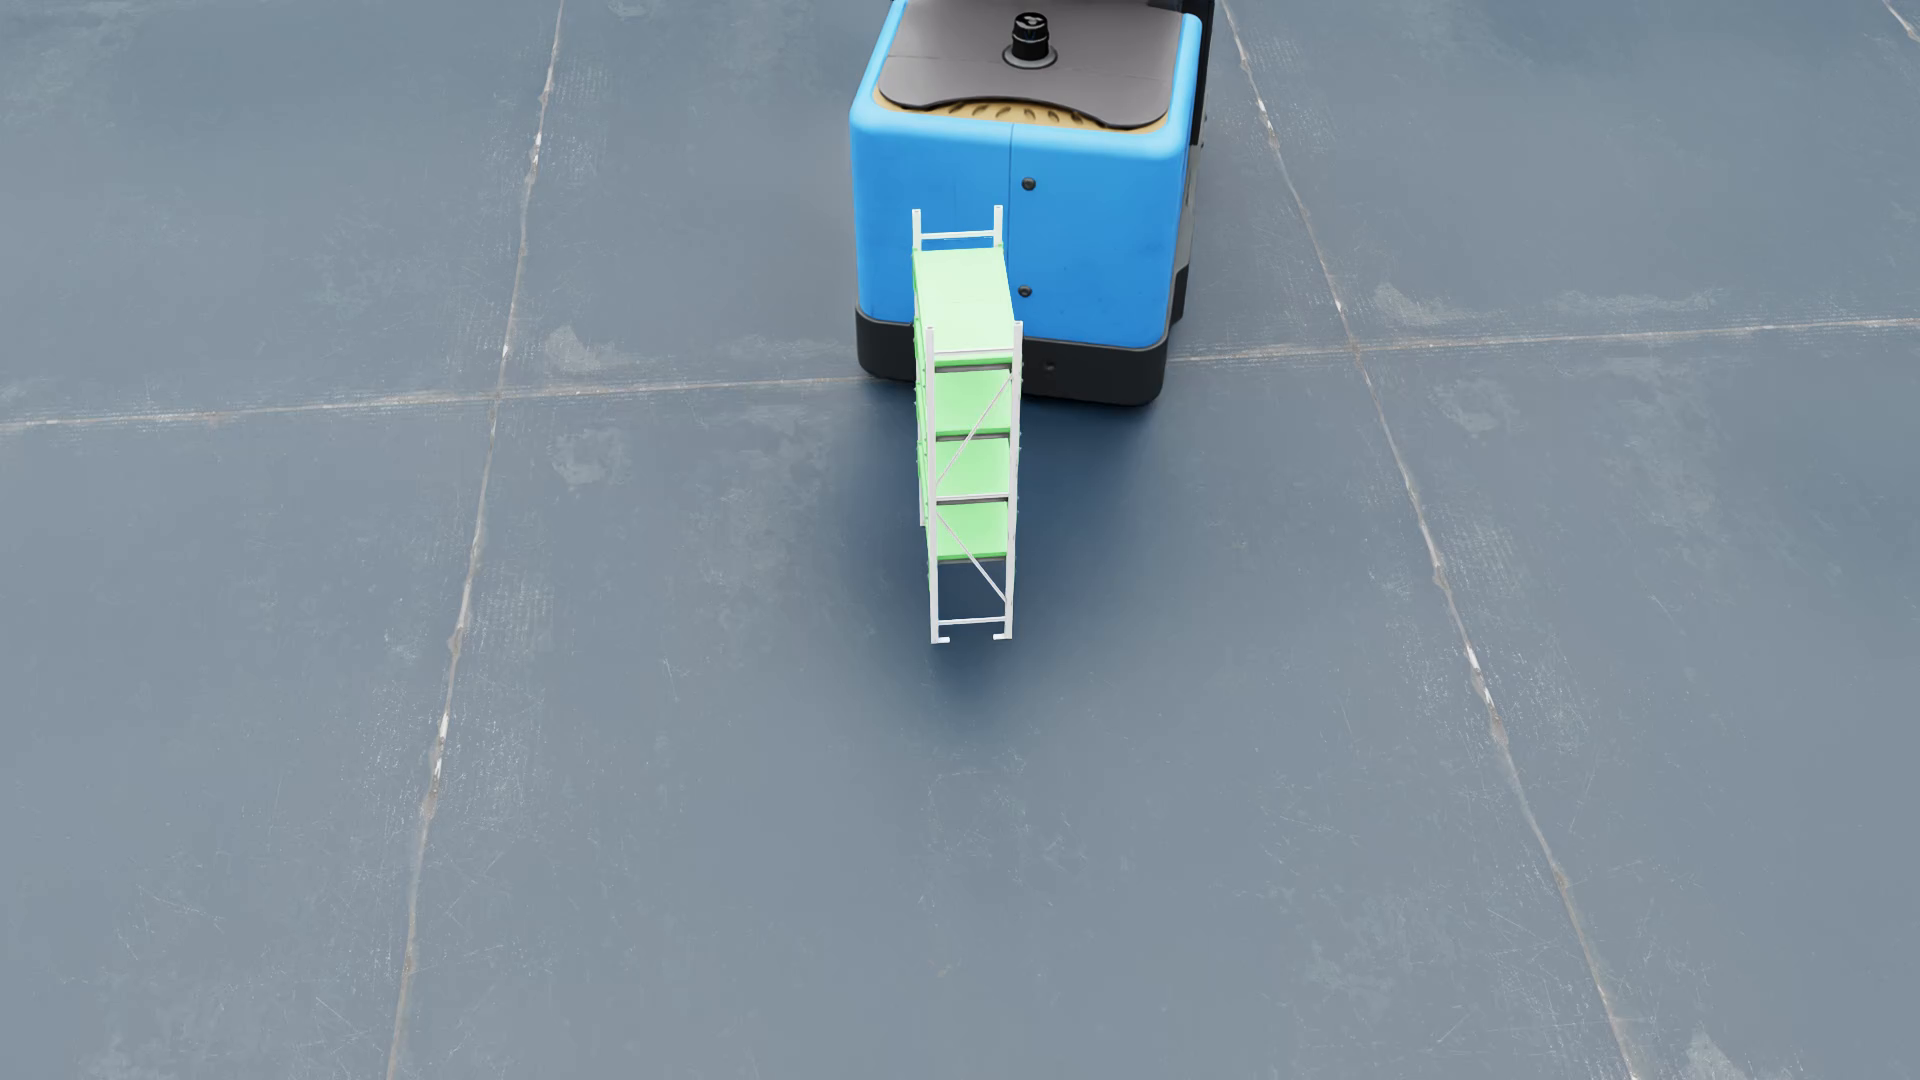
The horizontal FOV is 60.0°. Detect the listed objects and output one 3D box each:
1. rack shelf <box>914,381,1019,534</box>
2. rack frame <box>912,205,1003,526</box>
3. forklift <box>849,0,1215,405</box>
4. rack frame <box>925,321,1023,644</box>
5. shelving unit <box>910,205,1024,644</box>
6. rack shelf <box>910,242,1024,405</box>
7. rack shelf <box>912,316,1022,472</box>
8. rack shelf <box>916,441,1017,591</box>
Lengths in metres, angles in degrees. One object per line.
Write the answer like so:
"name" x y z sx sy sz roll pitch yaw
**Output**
"rack shelf" 0.014 -0.249 4.747 0.258 0.148 0.480 -3 47 -3
"rack frame" -0.007 -0.469 4.868 0.240 1.200 0.015 -3 47 -3
"forklift" 0.406 -2.545 5.642 1.130 2.935 3.031 7 47 7
"rack frame" 0.034 -0.116 4.534 0.240 1.200 0.015 -3 47 -3
"shelving unit" 0.014 -0.293 4.701 0.258 1.200 0.503 -3 47 -3
"rack shelf" 0.014 -0.579 4.399 0.258 0.148 0.480 -3 47 -3
"rack shelf" 0.014 -0.414 4.573 0.258 0.148 0.480 -3 47 -3
"rack shelf" 0.014 -0.084 4.922 0.258 0.148 0.480 -3 47 -3
